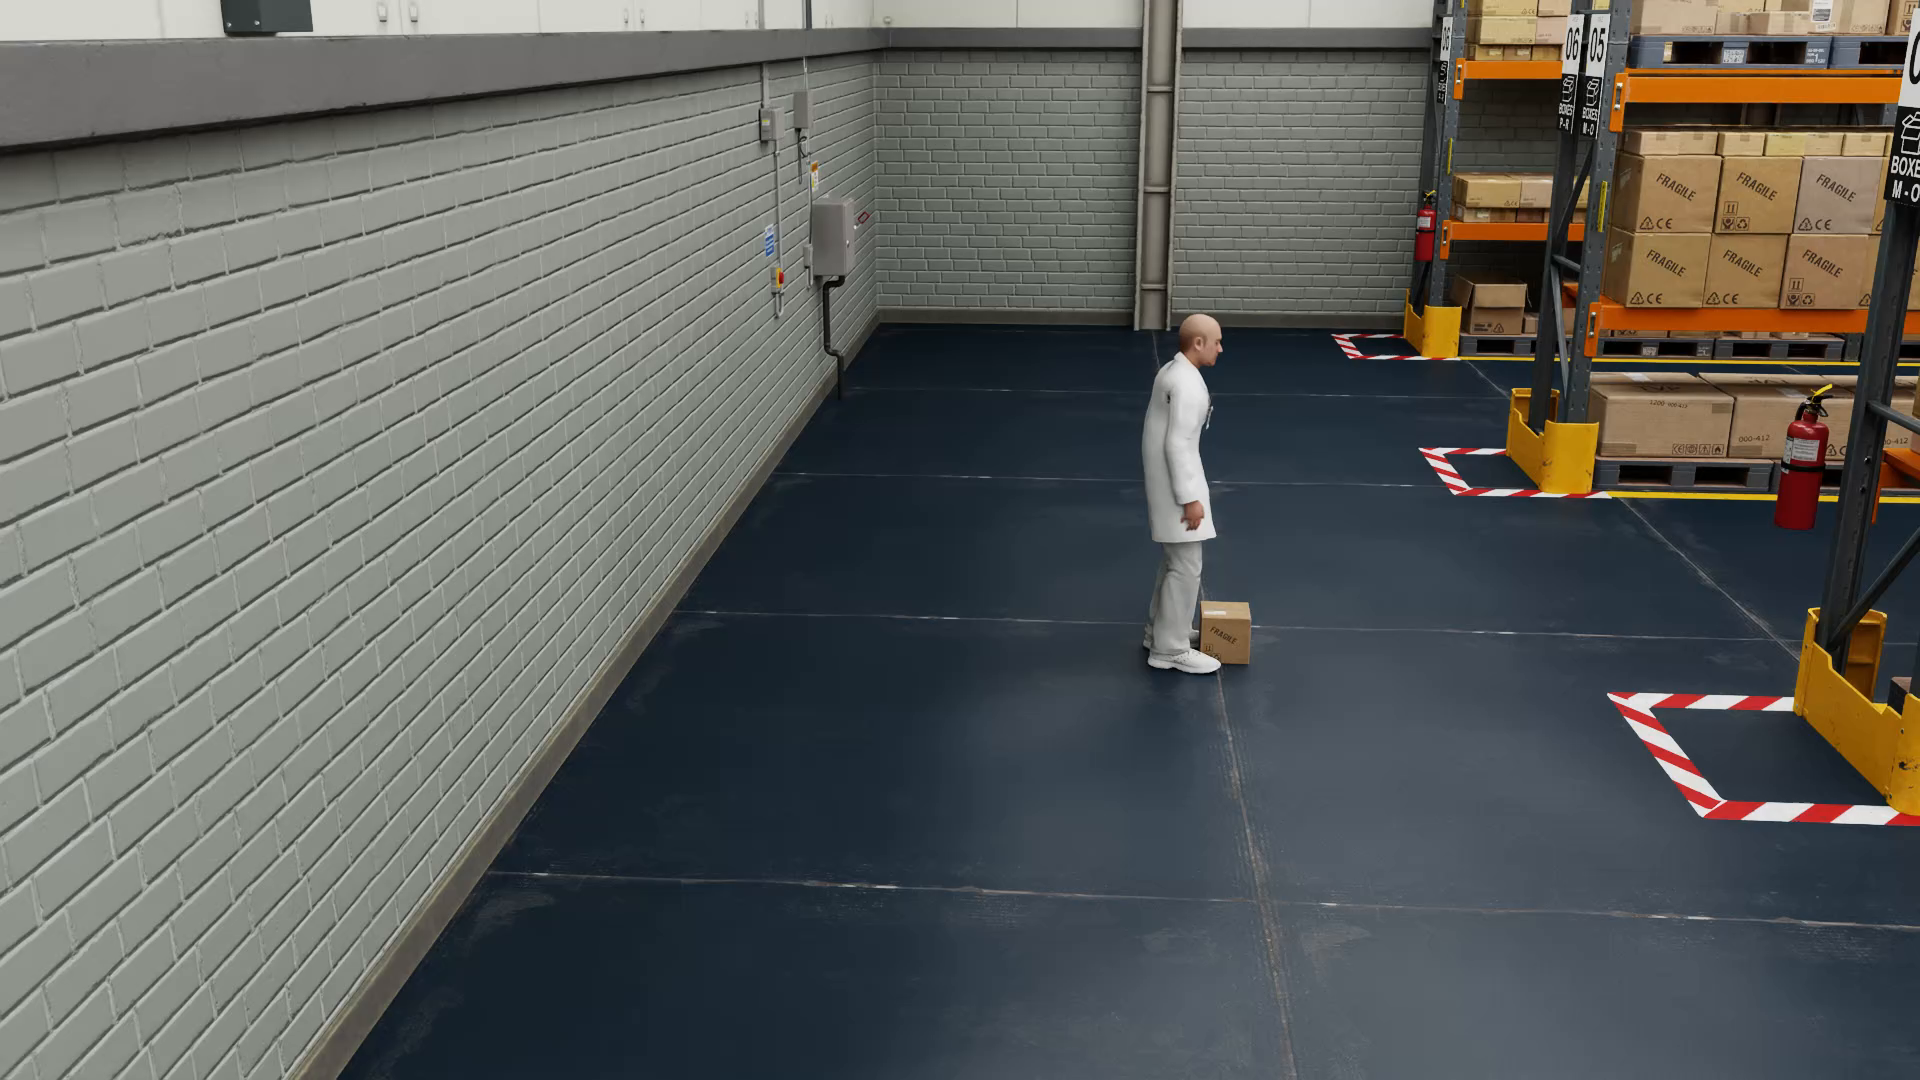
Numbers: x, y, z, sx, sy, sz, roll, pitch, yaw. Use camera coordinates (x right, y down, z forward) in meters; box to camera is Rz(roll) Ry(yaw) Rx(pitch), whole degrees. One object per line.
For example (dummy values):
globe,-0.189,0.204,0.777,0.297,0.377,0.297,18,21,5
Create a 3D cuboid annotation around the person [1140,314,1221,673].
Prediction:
person,1.117,-0.250,8.380,0.425,1.773,0.640,1,17,3
